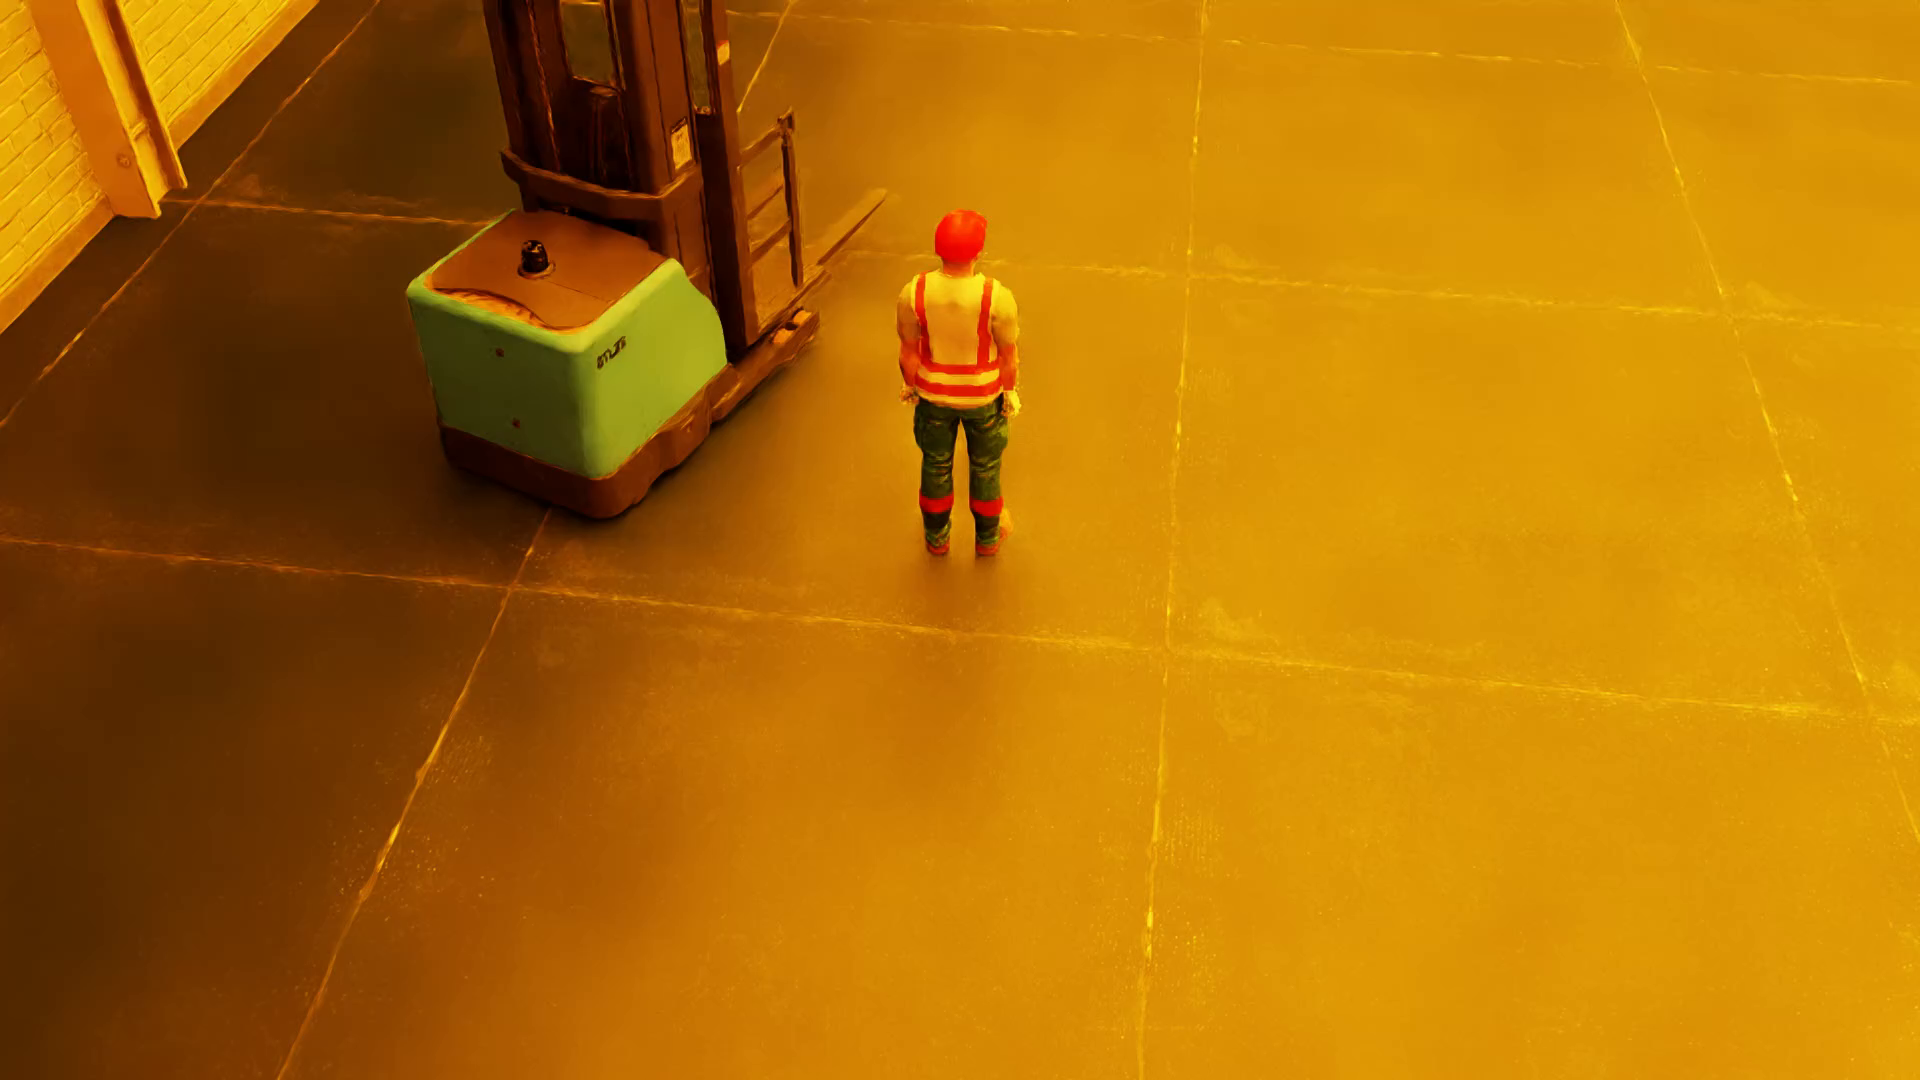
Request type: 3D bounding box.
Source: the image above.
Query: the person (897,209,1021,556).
[{"bbox_3d":[0.002,-0.674,7.300,0.540,1.795,0.349,5,43,6],"label":"person"}]

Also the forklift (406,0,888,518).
[{"bbox_3d":[-1.419,-2.175,8.092,1.130,2.935,3.031,19,46,20],"label":"forklift"}]
